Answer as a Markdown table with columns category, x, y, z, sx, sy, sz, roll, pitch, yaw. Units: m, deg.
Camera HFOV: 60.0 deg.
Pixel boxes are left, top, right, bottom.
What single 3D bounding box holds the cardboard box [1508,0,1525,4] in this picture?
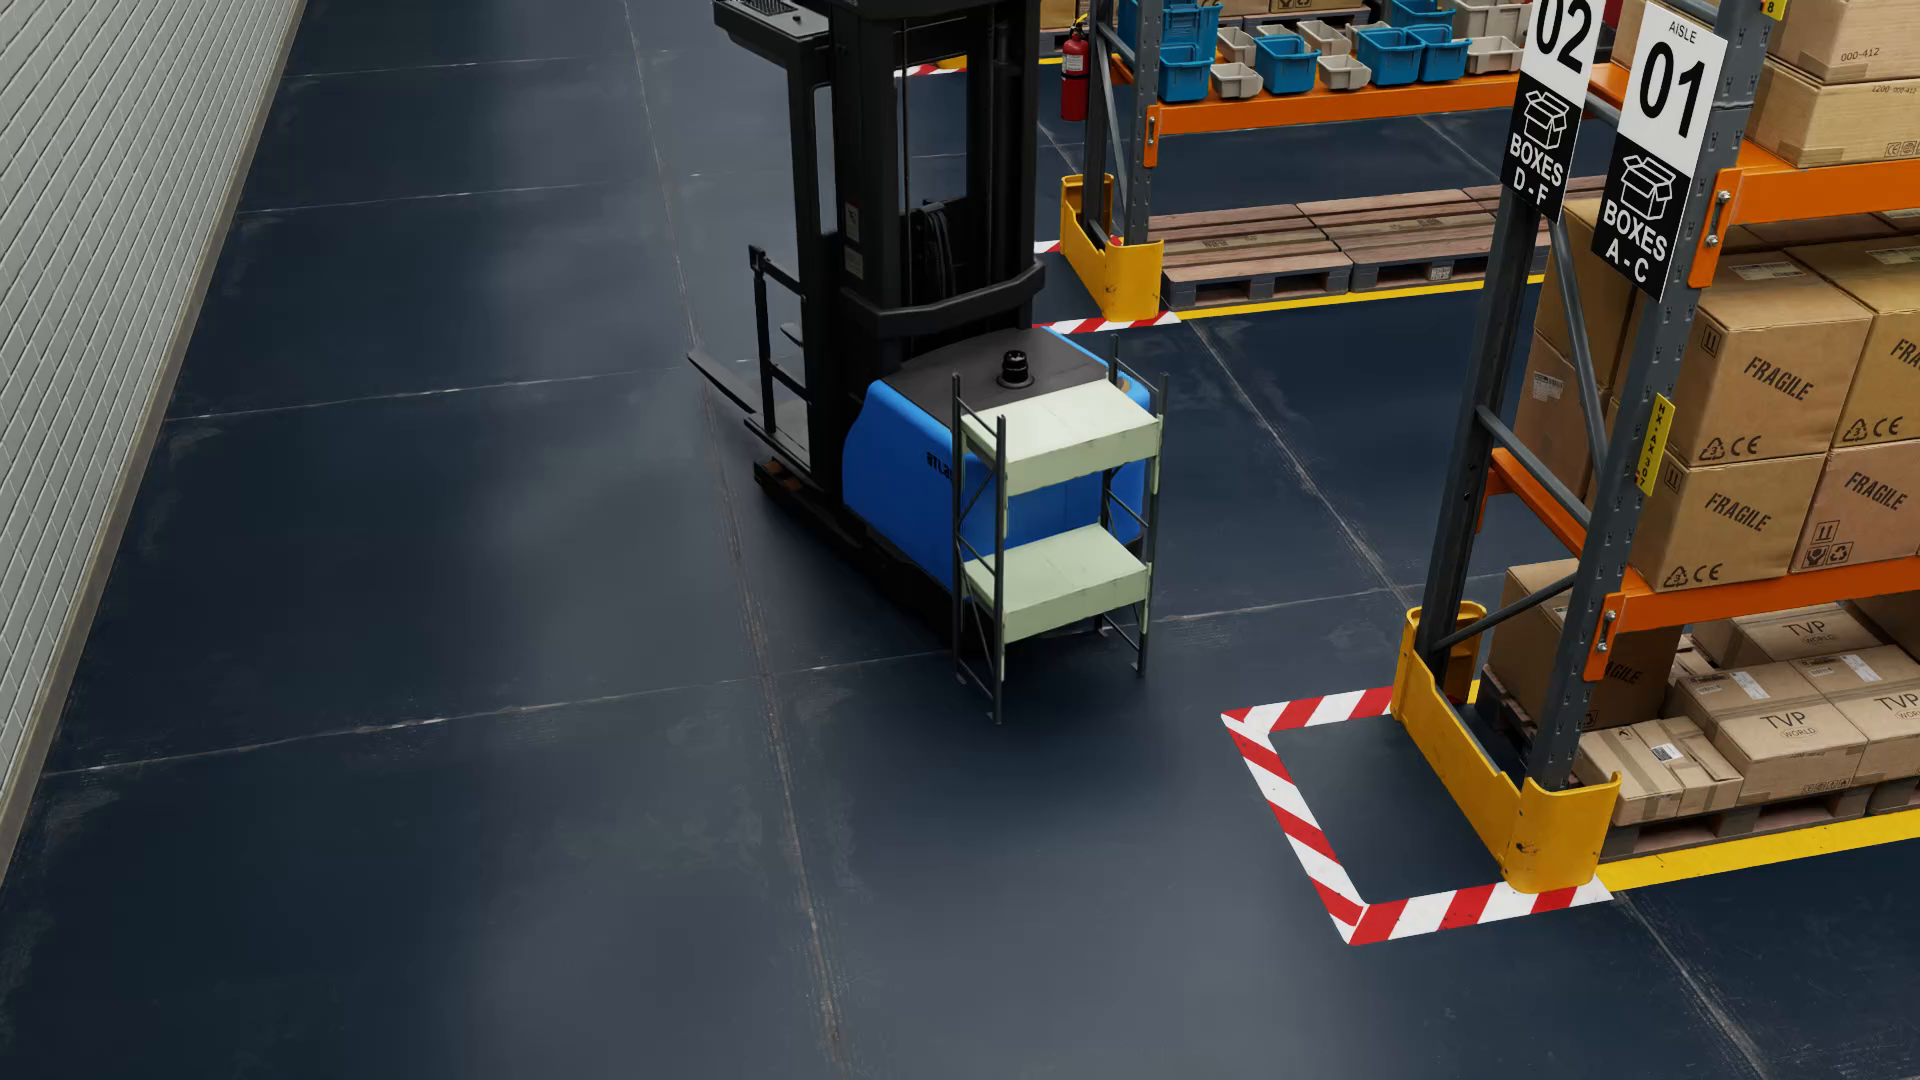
| category | x | y | z | sx | sy | sz | roll | pitch | yaw |
| --- | --- | --- | --- | --- | --- | --- | --- | --- | --- |
| cardboard box | 5.270 | -5.602 | 15.436 | 0.875 | 0.875 | 1.225 | -8 | 35 | -12 |

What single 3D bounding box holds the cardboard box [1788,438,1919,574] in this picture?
| category | x | y | z | sx | sy | sz | roll | pitch | yaw |
| --- | --- | --- | --- | --- | --- | --- | --- | --- | --- |
| cardboard box | 3.052 | -0.253 | 5.845 | 0.500 | 0.500 | 0.500 | -8 | 35 | -11 |

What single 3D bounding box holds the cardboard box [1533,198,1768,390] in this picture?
| category | x | y | z | sx | sy | sz | roll | pitch | yaw |
| --- | --- | --- | --- | --- | --- | --- | --- | --- | --- |
| cardboard box | 2.433 | -0.895 | 5.904 | 0.500 | 0.500 | 0.500 | -7 | 35 | -11 |

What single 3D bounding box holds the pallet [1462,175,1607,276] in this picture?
| category | x | y | z | sx | sy | sz | roll | pitch | yaw |
| --- | --- | --- | --- | --- | --- | --- | --- | --- | --- |
| pallet | 4.163 | -2.149 | 11.263 | 1.213 | 0.211 | 1.003 | -7 | 35 | -11 |

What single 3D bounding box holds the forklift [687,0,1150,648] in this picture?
| category | x | y | z | sx | sy | sz | roll | pitch | yaw |
| --- | --- | --- | --- | --- | --- | --- | --- | --- | --- |
| forklift | -0.404 | -1.511 | 7.871 | 1.130 | 2.935 | 3.031 | -22 | 39 | -29 |

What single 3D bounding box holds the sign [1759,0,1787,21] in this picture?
| category | x | y | z | sx | sy | sz | roll | pitch | yaw |
| --- | --- | --- | --- | --- | --- | --- | --- | --- | --- |
| sign | 2.179 | -1.548 | 4.388 | 0.005 | 0.325 | 0.100 | -7 | 35 | -11 |

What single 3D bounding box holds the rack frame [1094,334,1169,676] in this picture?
| category | x | y | z | sx | sy | sz | roll | pitch | yaw |
| --- | --- | --- | --- | --- | --- | --- | --- | --- | --- |
| rack frame | 0.719 | -0.122 | 7.086 | 0.023 | 1.500 | 0.400 | -16 | 37 | -23 |

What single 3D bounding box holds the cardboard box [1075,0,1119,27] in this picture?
| category | x | y | z | sx | sy | sz | roll | pitch | yaw |
| --- | --- | --- | --- | --- | --- | --- | --- | --- | --- |
| cardboard box | 1.372 | -5.145 | 14.754 | 0.875 | 0.875 | 0.875 | -7 | 35 | -11 |

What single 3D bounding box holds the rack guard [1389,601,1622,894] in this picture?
| category | x | y | z | sx | sy | sz | roll | pitch | yaw |
| --- | --- | --- | --- | --- | --- | --- | --- | --- | --- |
| rack guard | 2.133 | 0.795 | 6.617 | 0.348 | 0.500 | 1.175 | -7 | 35 | -11 |

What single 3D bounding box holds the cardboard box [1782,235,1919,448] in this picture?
| category | x | y | z | sx | sy | sz | roll | pitch | yaw |
| --- | --- | --- | --- | --- | --- | --- | --- | --- | --- |
| cardboard box | 3.059 | -0.670 | 5.570 | 0.500 | 0.500 | 0.500 | -7 | 34 | -10 |

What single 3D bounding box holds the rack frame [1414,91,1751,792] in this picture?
| category | x | y | z | sx | sy | sz | roll | pitch | yaw |
| --- | --- | --- | --- | --- | --- | --- | --- | --- | --- |
| rack frame | 2.059 | -0.234 | 5.907 | 0.127 | 3.000 | 1.000 | -7 | 35 | -11 |

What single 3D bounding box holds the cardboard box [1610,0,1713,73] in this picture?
| category | x | y | z | sx | sy | sz | roll | pitch | yaw |
| --- | --- | --- | --- | --- | --- | --- | --- | --- | --- |
| cardboard box | 2.502 | -1.624 | 5.420 | 0.500 | 0.250 | 0.500 | -7 | 35 | -11 |

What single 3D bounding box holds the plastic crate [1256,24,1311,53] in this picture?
| category | x | y | z | sx | sy | sz | roll | pitch | yaw |
| --- | --- | --- | --- | --- | --- | --- | --- | --- | --- |
| plastic crate | 2.012 | -3.068 | 10.313 | 0.243 | 0.136 | 0.396 | -7 | 35 | -11 |

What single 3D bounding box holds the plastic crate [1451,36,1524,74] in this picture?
| category | x | y | z | sx | sy | sz | roll | pitch | yaw |
| --- | --- | --- | --- | --- | --- | --- | --- | --- | --- |
| plastic crate | 3.240 | -2.956 | 10.146 | 0.466 | 0.136 | 0.293 | -7 | 35 | -11 |

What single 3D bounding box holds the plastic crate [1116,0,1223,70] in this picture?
| category | x | y | z | sx | sy | sz | roll | pitch | yaw |
| --- | --- | --- | --- | --- | --- | --- | --- | --- | --- |
| plastic crate | 1.256 | -3.109 | 10.105 | 0.499 | 0.435 | 0.616 | -7 | 35 | -11 |

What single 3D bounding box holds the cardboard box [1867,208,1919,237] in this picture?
| category | x | y | z | sx | sy | sz | roll | pitch | yaw |
| --- | --- | --- | --- | --- | --- | --- | --- | --- | --- |
| cardboard box | 3.430 | -1.024 | 6.096 | 0.500 | 0.500 | 0.500 | -6 | 34 | -9 |

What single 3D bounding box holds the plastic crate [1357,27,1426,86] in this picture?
| category | x | y | z | sx | sy | sz | roll | pitch | yaw |
| --- | --- | --- | --- | --- | --- | --- | --- | --- | --- |
| plastic crate | 2.568 | -2.895 | 9.969 | 0.300 | 0.233 | 0.416 | -7 | 35 | -11 |

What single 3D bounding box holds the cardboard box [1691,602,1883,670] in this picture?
| category | x | y | z | sx | sy | sz | roll | pitch | yaw |
| --- | --- | --- | --- | --- | --- | --- | --- | --- | --- |
| cardboard box | 3.469 | 0.424 | 6.999 | 0.500 | 0.250 | 0.500 | -7 | 35 | -11 |

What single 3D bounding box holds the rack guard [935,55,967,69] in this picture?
| category | x | y | z | sx | sy | sz | roll | pitch | yaw |
| --- | --- | --- | --- | --- | --- | --- | --- | --- | --- |
| rack guard | -0.146 | -4.578 | 14.623 | 0.348 | 0.500 | 1.175 | -7 | 35 | -11 |

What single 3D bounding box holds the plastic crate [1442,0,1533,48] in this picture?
| category | x | y | z | sx | sy | sz | roll | pitch | yaw |
| --- | --- | --- | --- | --- | --- | --- | --- | --- | --- |
| plastic crate | 3.342 | -3.306 | 10.538 | 0.530 | 0.282 | 0.437 | -7 | 35 | -11 |

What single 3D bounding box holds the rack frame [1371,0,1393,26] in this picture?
| category | x | y | z | sx | sy | sz | roll | pitch | yaw |
| --- | --- | --- | --- | --- | --- | --- | --- | --- | --- |
| rack frame | 3.779 | -6.110 | 14.663 | 0.127 | 3.000 | 1.000 | -7 | 35 | -11 |

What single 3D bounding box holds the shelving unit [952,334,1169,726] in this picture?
| category | x | y | z | sx | sy | sz | roll | pitch | yaw |
| --- | --- | --- | --- | --- | --- | --- | --- | --- | --- |
| shelving unit | 0.395 | -0.027 | 6.945 | 0.755 | 1.500 | 0.431 | -16 | 37 | -23 |

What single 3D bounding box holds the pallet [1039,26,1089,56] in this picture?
| category | x | y | z | sx | sy | sz | roll | pitch | yaw |
| --- | --- | --- | --- | --- | --- | --- | --- | --- | --- |
| pallet | 0.640 | -4.601 | 14.917 | 1.213 | 0.211 | 1.003 | -7 | 35 | -11 |

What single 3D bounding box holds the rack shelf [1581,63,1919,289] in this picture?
| category | x | y | z | sx | sy | sz | roll | pitch | yaw |
| --- | --- | --- | --- | --- | --- | --- | --- | --- | --- |
| rack shelf | 4.010 | -1.427 | 5.638 | 4.000 | 0.370 | 1.077 | -7 | 35 | -11 |

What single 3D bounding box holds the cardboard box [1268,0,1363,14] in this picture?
| category | x | y | z | sx | sy | sz | roll | pitch | yaw |
| --- | --- | --- | --- | --- | --- | --- | --- | --- | --- |
| cardboard box | 3.118 | -5.365 | 15.082 | 0.875 | 0.875 | 0.875 | -7 | 35 | -11 |

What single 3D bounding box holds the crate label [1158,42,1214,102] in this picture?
| category | x | y | z | sx | sy | sz | roll | pitch | yaw |
| --- | --- | --- | --- | --- | --- | --- | --- | --- | --- |
| crate label | 1.284 | -2.733 | 9.728 | 0.303 | 0.233 | 0.416 | -7 | 35 | -11 |

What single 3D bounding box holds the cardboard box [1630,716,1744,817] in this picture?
| category | x | y | z | sx | sy | sz | roll | pitch | yaw |
| --- | --- | --- | --- | --- | --- | --- | --- | --- | --- |
| cardboard box | 2.787 | 0.864 | 6.418 | 0.250 | 0.166 | 0.380 | -7 | 35 | -11 |

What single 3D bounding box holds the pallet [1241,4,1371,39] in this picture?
| category | x | y | z | sx | sy | sz | roll | pitch | yaw |
| --- | --- | --- | --- | --- | --- | --- | --- | --- | --- |
| pallet | 3.020 | -4.901 | 15.364 | 1.213 | 0.211 | 1.003 | -7 | 35 | -11 |

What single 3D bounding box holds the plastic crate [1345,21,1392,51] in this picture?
| category | x | y | z | sx | sy | sz | roll | pitch | yaw |
| --- | --- | --- | --- | --- | --- | --- | --- | --- | --- |
| plastic crate | 2.562 | -3.162 | 10.453 | 0.250 | 0.136 | 0.298 | -7 | 35 | -11 |

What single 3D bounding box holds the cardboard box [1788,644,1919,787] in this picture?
| category | x | y | z | sx | sy | sz | roll | pitch | yaw |
| --- | --- | --- | --- | --- | --- | --- | --- | --- | --- |
| cardboard box | 3.628 | 0.690 | 6.603 | 0.500 | 0.250 | 0.500 | -7 | 35 | -11 |

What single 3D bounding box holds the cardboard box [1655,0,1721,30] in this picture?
| category | x | y | z | sx | sy | sz | roll | pitch | yaw |
| --- | --- | --- | --- | --- | --- | --- | --- | --- | --- |
| cardboard box | 2.504 | -1.827 | 5.274 | 0.500 | 0.250 | 0.500 | -7 | 35 | -11 |

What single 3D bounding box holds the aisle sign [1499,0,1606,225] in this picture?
| category | x | y | z | sx | sy | sz | roll | pitch | yaw |
| --- | --- | --- | --- | --- | --- | --- | --- | --- | --- |
| aisle sign | 1.925 | -1.472 | 5.418 | 0.004 | 0.787 | 0.394 | -7 | 35 | -11 |

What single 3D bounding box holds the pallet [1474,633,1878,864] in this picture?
| category | x | y | z | sx | sy | sz | roll | pitch | yaw |
| --- | --- | --- | --- | --- | --- | --- | --- | --- | --- |
| pallet | 2.911 | 0.816 | 6.845 | 1.213 | 0.211 | 1.003 | -7 | 35 | -11 |

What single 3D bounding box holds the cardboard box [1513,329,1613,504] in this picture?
| category | x | y | z | sx | sy | sz | roll | pitch | yaw |
| --- | --- | --- | --- | --- | --- | --- | --- | --- | --- |
| cardboard box | 2.436 | -0.478 | 6.181 | 0.500 | 0.500 | 0.500 | -6 | 34 | -9 |

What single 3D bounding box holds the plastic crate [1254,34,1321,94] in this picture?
| category | x | y | z | sx | sy | sz | roll | pitch | yaw |
| --- | --- | --- | --- | --- | --- | --- | --- | --- | --- |
| plastic crate | 1.926 | -2.814 | 9.848 | 0.300 | 0.233 | 0.416 | -7 | 35 | -11 |

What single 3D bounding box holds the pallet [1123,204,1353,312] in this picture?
| category | x | y | z | sx | sy | sz | roll | pitch | yaw |
| --- | --- | --- | --- | --- | --- | --- | --- | --- | --- |
| pallet | 1.783 | -1.849 | 10.816 | 1.213 | 0.211 | 1.003 | -7 | 35 | -11 |

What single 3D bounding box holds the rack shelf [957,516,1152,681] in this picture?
| category | x | y | z | sx | sy | sz | roll | pitch | yaw |
| --- | --- | --- | --- | --- | --- | --- | --- | --- | --- |
| rack shelf | 0.395 | 0.243 | 7.126 | 0.720 | 0.370 | 0.431 | -16 | 37 | -23 |

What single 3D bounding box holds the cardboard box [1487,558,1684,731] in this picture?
| category | x | y | z | sx | sy | sz | roll | pitch | yaw |
| --- | --- | --- | --- | --- | --- | --- | --- | --- | --- |
| cardboard box | 2.535 | 0.421 | 6.780 | 0.500 | 0.500 | 0.500 | -7 | 35 | -11 |
